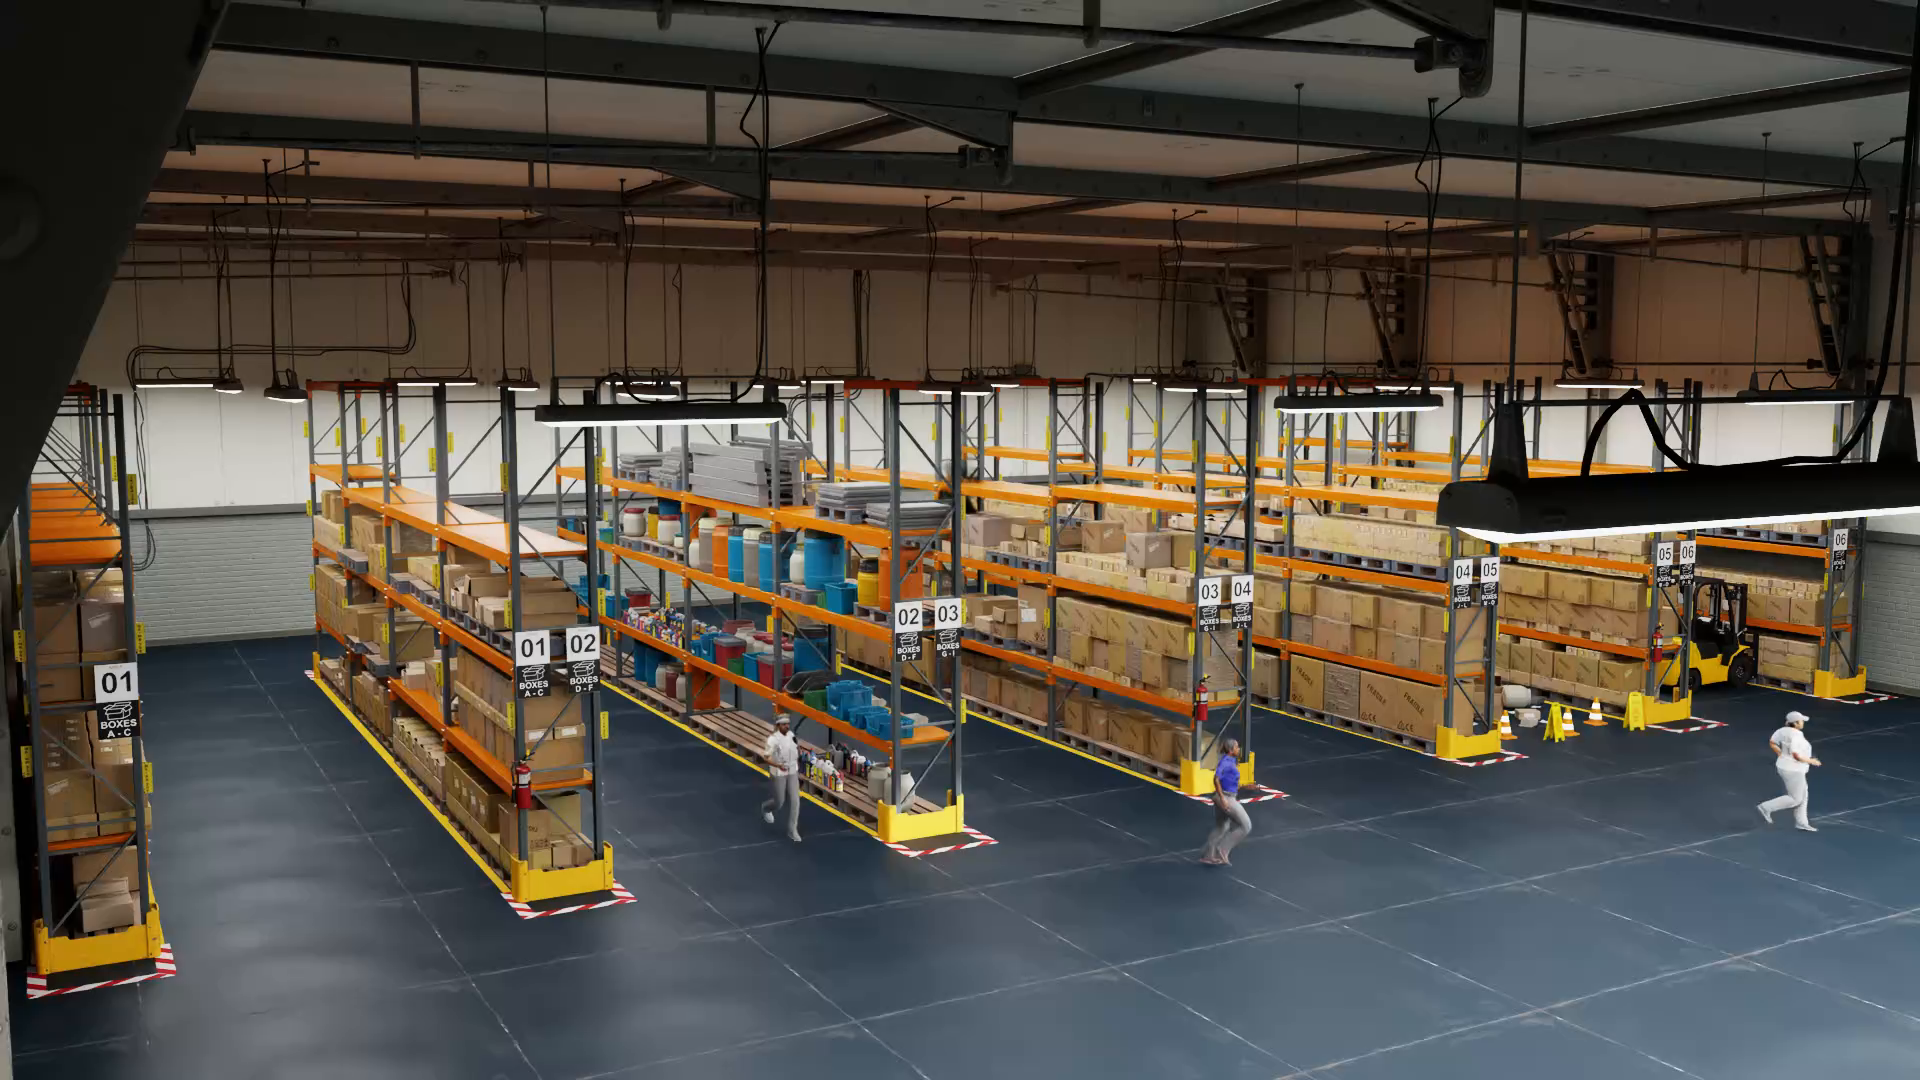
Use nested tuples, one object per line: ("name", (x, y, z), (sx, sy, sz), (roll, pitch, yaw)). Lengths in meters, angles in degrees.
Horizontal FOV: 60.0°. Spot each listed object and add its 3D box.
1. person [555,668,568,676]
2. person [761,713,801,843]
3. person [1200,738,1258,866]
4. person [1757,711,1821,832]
("person", (-7.033, 2.414, 28.752), (0.687, 1.749, 0.677), (-5, 8, -37))
("person", (-2.377, 3.138, 22.295), (0.579, 1.700, 0.859), (-4, 7, -35))
("person", (3.392, 3.292, 20.895), (0.723, 1.613, 0.543), (0, 6, -3))
("person", (11.217, 3.138, 22.495), (0.841, 1.667, 0.607), (1, 6, 5))
